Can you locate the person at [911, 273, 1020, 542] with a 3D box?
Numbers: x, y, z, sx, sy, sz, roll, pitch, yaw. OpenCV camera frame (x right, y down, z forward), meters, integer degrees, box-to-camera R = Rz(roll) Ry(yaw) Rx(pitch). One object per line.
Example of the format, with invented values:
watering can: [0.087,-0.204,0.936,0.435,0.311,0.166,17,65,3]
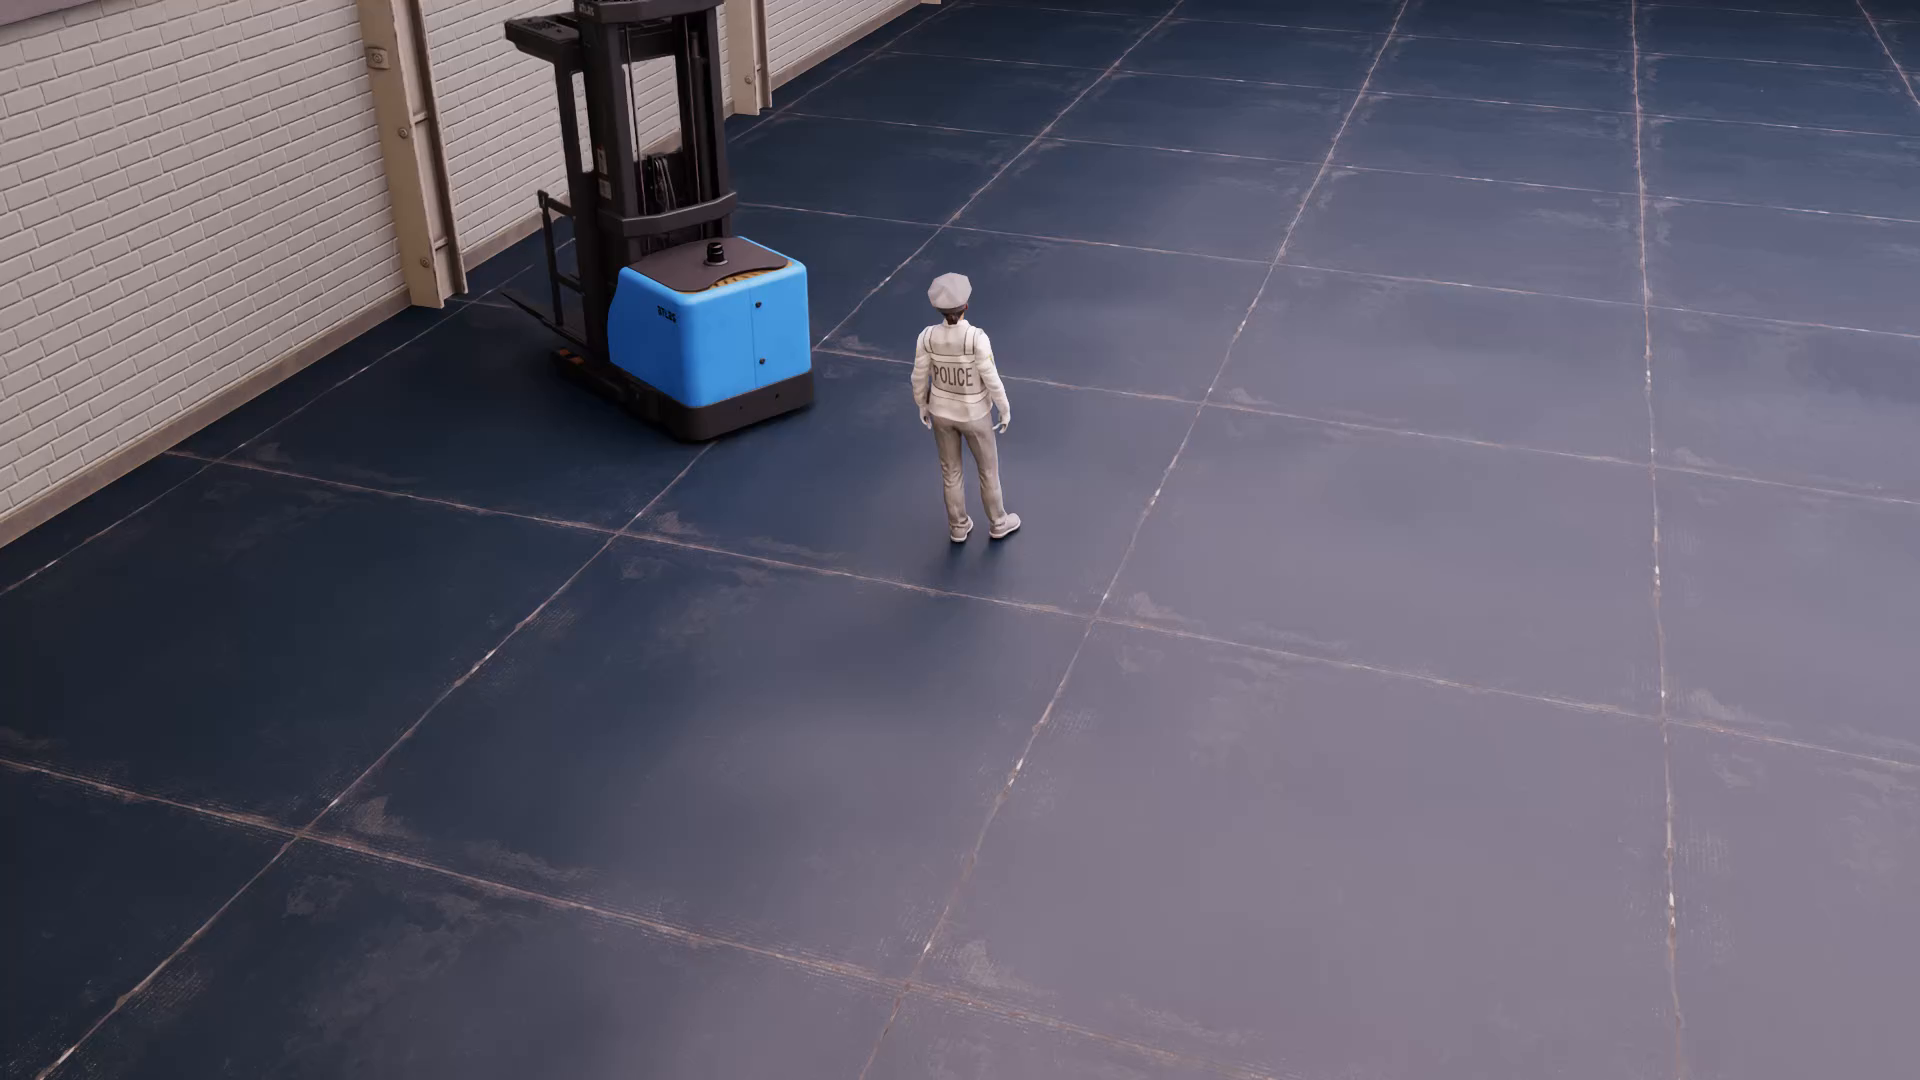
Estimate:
person: [0.028,-0.773,9.726,0.588,1.696,0.533,10,31,16]

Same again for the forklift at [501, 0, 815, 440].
forklift: [-2.367,-2.589,11.678,1.130,2.935,3.031,-23,37,-35]
